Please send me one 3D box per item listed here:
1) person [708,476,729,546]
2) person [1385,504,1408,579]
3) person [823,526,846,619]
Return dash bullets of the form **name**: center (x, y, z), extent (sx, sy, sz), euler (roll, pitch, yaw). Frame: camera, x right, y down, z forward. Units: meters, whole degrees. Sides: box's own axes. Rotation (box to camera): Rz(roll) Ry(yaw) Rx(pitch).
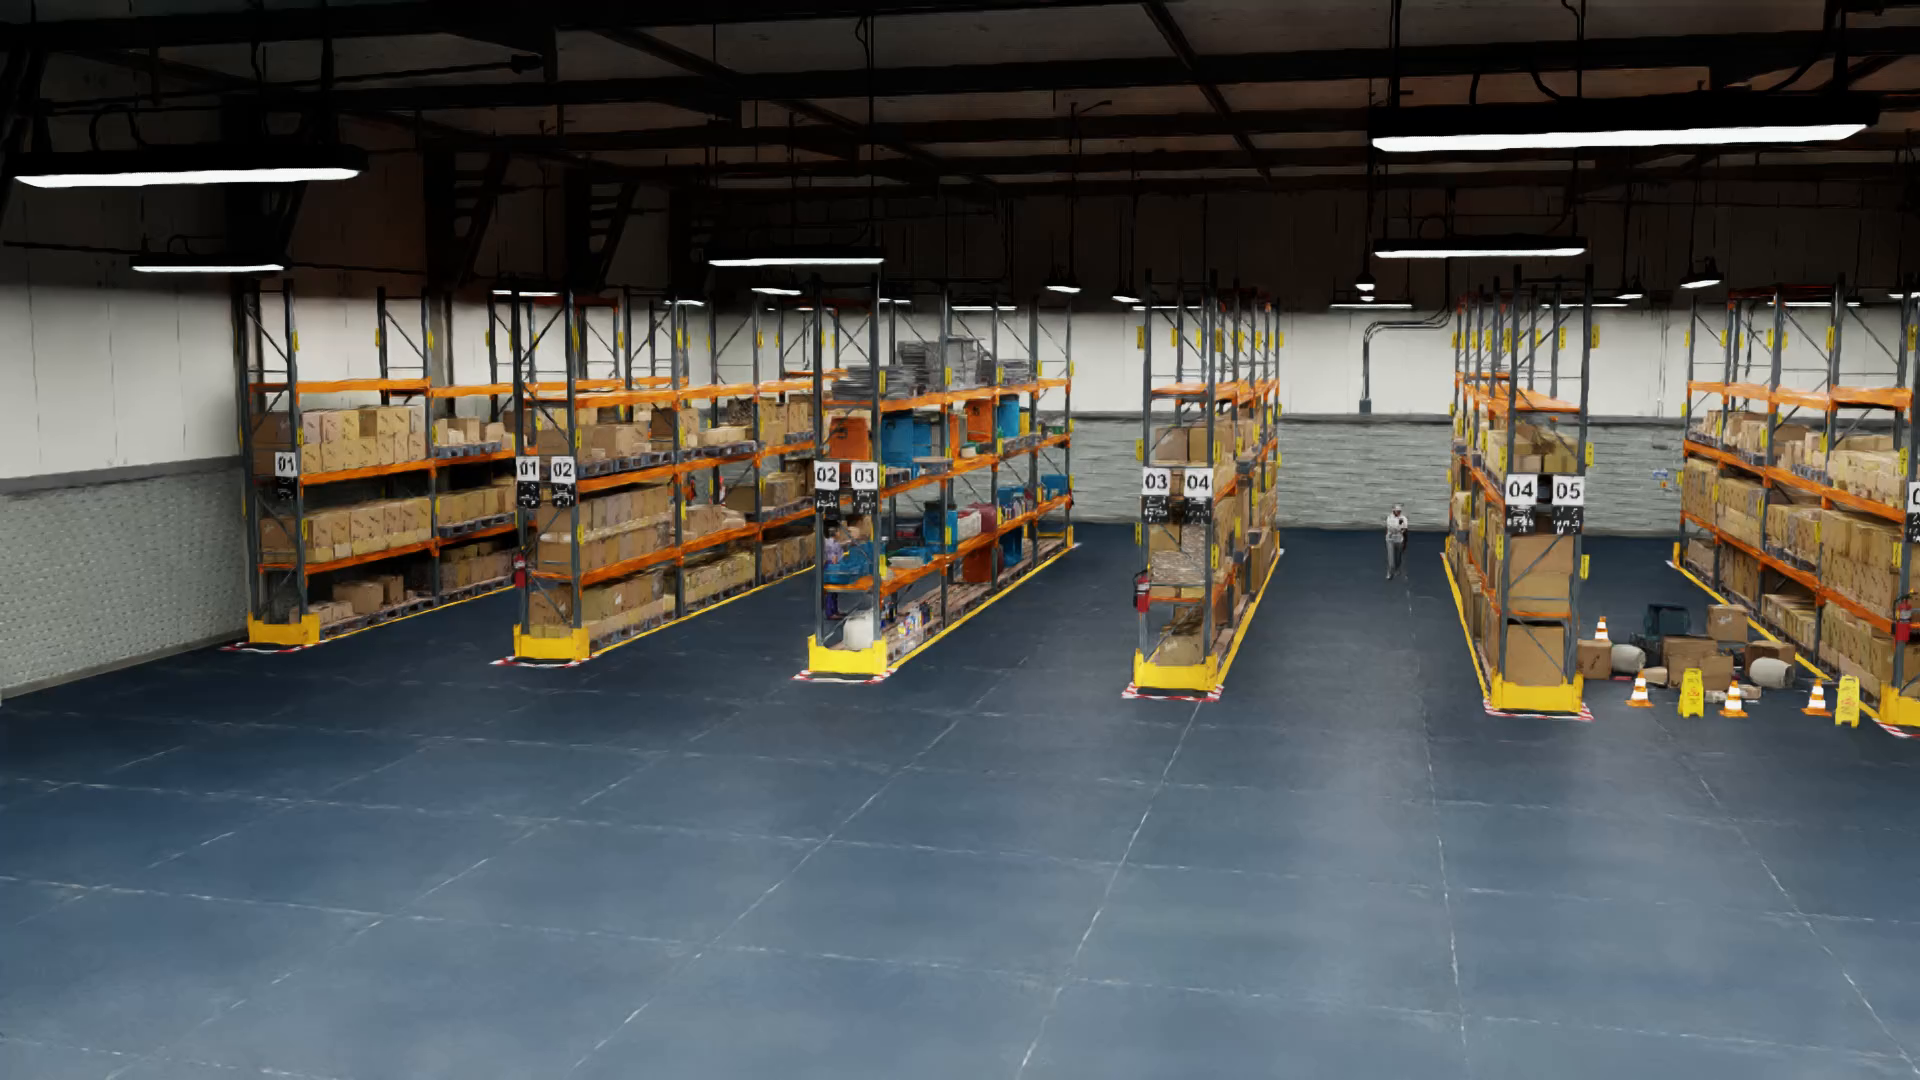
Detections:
- **person**: center (-5.828, -0.715, 40.569), extent (0.677, 1.742, 0.552), euler (1, 7, 12)
- **person**: center (9.178, 0.009, 34.954), extent (0.445, 1.590, 1.081), euler (1, 7, 12)
- **person**: center (-2.262, 0.571, 30.091), extent (0.426, 1.653, 0.533), euler (-2, 7, -17)
